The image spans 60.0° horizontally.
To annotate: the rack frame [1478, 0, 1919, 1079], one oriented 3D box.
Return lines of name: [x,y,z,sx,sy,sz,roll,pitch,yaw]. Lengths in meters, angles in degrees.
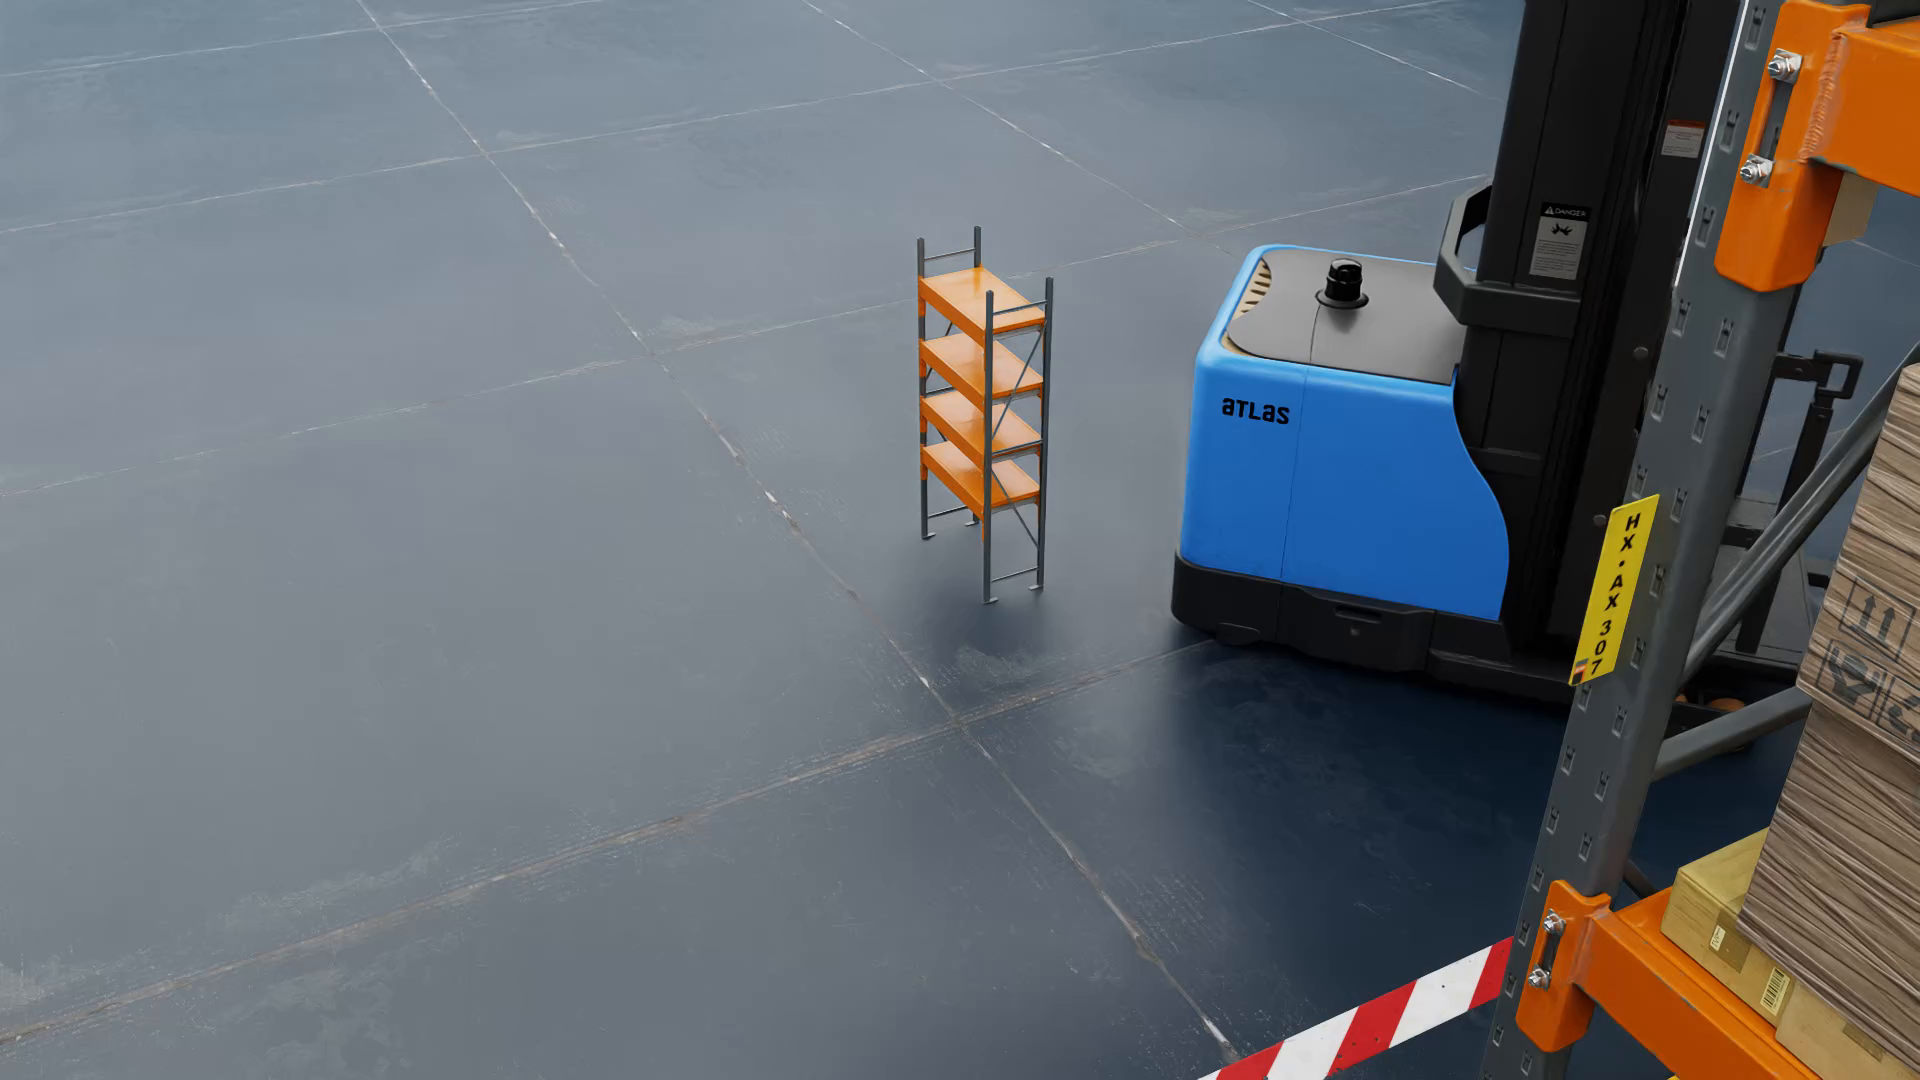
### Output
rack frame: [1.477,0.309,2.987,0.949,2.616,0.053,-16,36,-23]

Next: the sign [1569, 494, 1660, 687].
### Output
sign: [1.000,0.080,2.541,0.100,0.325,0.005,-16,36,-23]

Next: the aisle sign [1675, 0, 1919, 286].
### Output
aisle sign: [1.186,-0.740,2.215,0.394,0.787,0.004,-16,36,-23]

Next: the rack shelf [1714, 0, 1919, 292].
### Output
rack shelf: [2.413,0.303,0.883,1.077,0.370,4.000,-16,36,-23]

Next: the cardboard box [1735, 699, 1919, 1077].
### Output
cardboard box: [1.712,0.410,2.460,0.875,0.500,0.500,-16,36,-23]

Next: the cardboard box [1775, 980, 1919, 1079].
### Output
cardboard box: [1.502,0.734,2.556,0.380,0.149,0.250,-16,36,-23]

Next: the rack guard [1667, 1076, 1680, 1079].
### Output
rack guard: [1.516,1.397,3.606,1.175,0.500,0.348,-16,36,-23]

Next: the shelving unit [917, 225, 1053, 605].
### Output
shelving unit: [0.077,-0.426,5.803,0.258,1.200,0.503,-16,36,-23]

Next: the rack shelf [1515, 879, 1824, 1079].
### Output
rack shelf: [2.413,1.566,1.692,1.077,0.370,4.000,-16,36,-23]

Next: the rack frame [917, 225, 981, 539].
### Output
rack frame: [-0.037,-0.543,5.985,0.240,1.200,0.015,-16,36,-23]

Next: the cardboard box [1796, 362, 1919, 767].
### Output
cardboard box: [1.495,0.051,2.094,0.500,0.500,0.500,-16,36,-23]

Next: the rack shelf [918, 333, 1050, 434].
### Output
rack shelf: [0.077,-0.558,5.719,0.258,0.148,0.480,-16,36,-23]

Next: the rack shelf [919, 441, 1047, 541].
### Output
rack shelf: [0.077,-0.202,5.946,0.258,0.148,0.480,-16,36,-23]

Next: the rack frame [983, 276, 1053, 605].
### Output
rack frame: [0.191,-0.310,5.621,0.240,1.200,0.015,-16,36,-23]

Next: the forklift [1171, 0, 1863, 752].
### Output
forklift: [2.301,-0.894,4.929,3.031,2.935,1.130,11,34,16]

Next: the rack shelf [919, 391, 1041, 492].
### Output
rack shelf: [0.077,-0.370,5.839,0.258,0.148,0.480,-16,36,-23]

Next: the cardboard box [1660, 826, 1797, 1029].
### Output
cardboard box: [1.402,0.610,2.750,0.380,0.149,0.250,-16,36,-23]

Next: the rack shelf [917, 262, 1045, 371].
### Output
rack shelf: [0.077,-0.757,5.591,0.258,0.148,0.480,-16,36,-23]
